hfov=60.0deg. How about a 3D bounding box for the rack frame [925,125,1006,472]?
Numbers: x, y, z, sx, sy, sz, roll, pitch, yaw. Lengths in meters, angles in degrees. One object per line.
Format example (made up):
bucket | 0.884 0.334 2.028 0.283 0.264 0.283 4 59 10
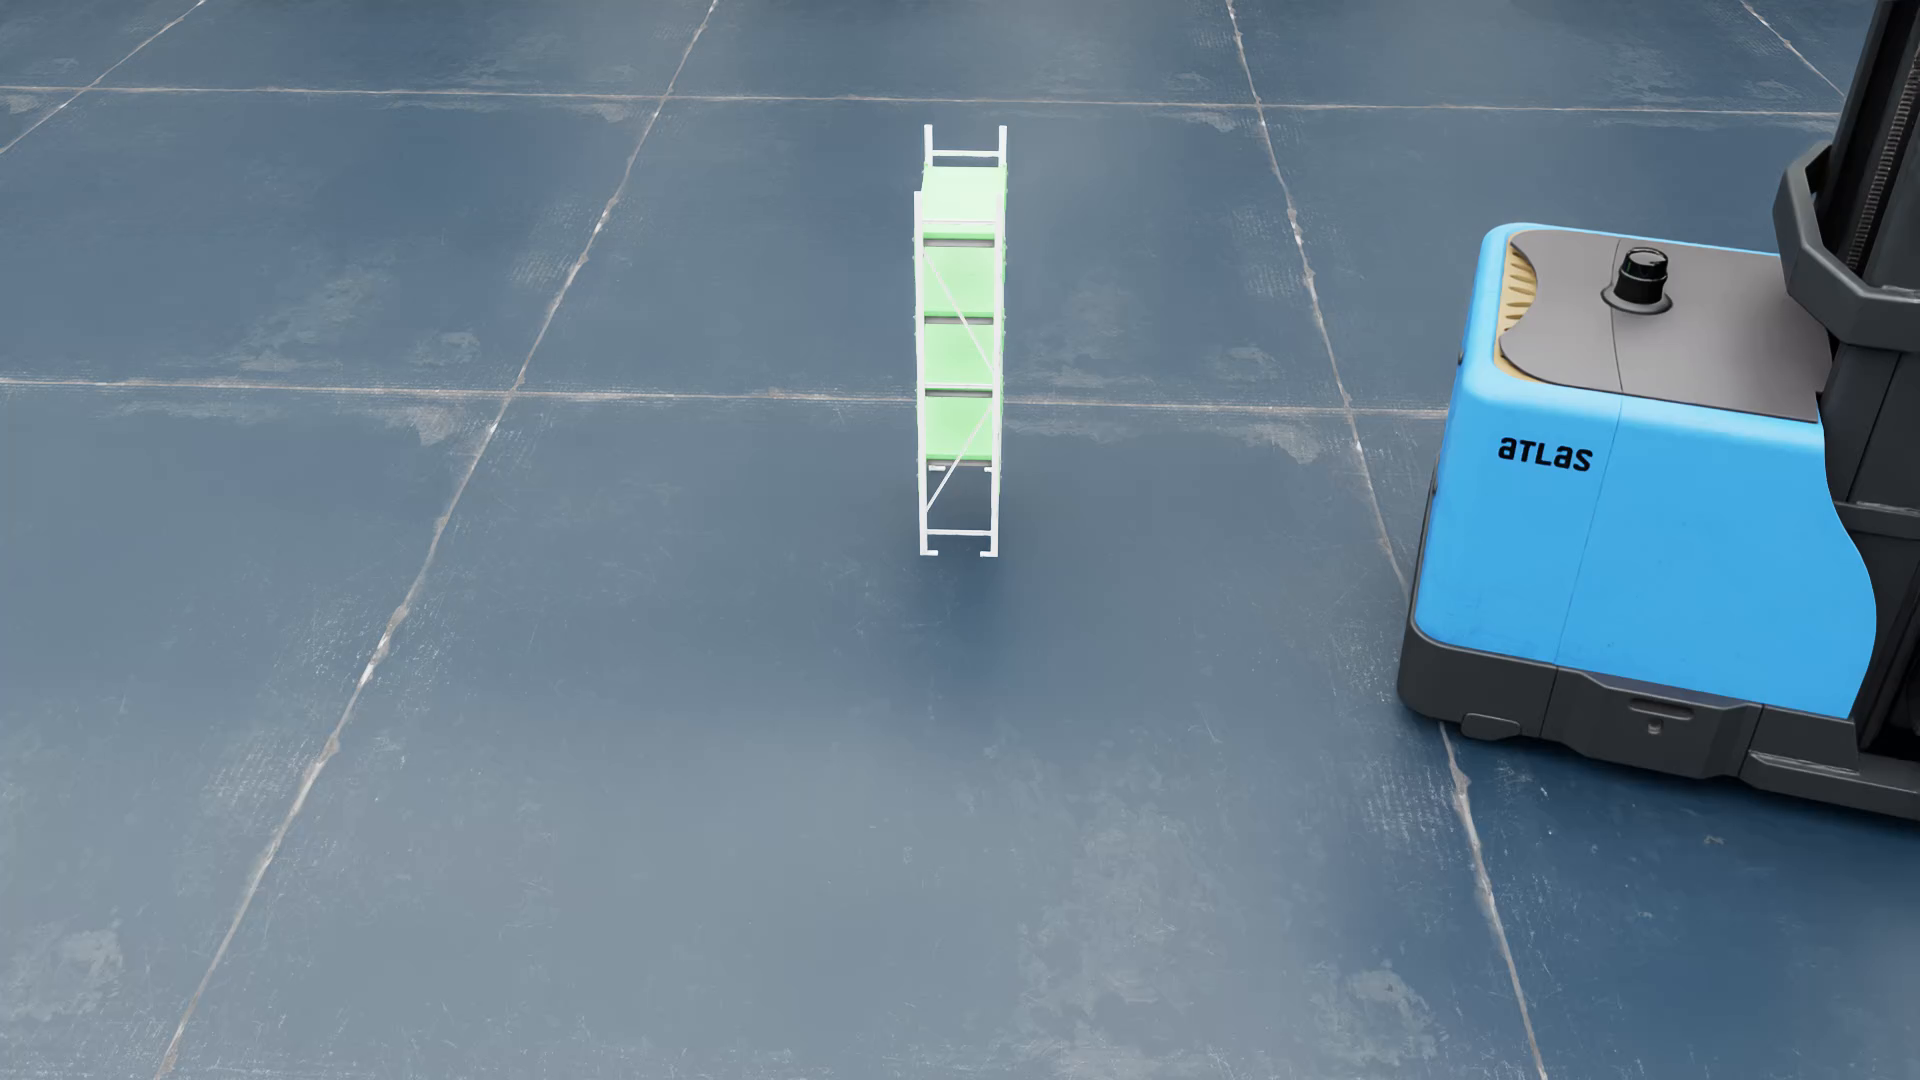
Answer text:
rack frame | 0.016 -0.726 5.240 0.240 1.200 0.015 1 35 2

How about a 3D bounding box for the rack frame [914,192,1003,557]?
rack frame | -0.003 -0.446 4.841 0.240 1.200 0.015 1 35 2

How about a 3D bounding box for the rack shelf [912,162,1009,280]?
rack shelf | 0.007 -0.926 4.801 0.258 0.148 0.480 1 35 2

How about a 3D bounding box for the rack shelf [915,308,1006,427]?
rack shelf | 0.007 -0.534 5.077 0.258 0.148 0.480 1 35 2

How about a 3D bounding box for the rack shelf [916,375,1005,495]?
rack shelf | 0.007 -0.337 5.215 0.258 0.148 0.480 1 35 2

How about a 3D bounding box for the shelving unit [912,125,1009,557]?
shelving unit | 0.007 -0.586 5.040 0.258 1.200 0.503 1 35 2

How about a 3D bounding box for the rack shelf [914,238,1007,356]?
rack shelf | 0.007 -0.730 4.939 0.258 0.148 0.480 1 35 2

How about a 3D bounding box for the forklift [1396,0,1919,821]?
forklift | 2.766 -0.704 3.703 3.031 2.935 1.130 10 36 14
